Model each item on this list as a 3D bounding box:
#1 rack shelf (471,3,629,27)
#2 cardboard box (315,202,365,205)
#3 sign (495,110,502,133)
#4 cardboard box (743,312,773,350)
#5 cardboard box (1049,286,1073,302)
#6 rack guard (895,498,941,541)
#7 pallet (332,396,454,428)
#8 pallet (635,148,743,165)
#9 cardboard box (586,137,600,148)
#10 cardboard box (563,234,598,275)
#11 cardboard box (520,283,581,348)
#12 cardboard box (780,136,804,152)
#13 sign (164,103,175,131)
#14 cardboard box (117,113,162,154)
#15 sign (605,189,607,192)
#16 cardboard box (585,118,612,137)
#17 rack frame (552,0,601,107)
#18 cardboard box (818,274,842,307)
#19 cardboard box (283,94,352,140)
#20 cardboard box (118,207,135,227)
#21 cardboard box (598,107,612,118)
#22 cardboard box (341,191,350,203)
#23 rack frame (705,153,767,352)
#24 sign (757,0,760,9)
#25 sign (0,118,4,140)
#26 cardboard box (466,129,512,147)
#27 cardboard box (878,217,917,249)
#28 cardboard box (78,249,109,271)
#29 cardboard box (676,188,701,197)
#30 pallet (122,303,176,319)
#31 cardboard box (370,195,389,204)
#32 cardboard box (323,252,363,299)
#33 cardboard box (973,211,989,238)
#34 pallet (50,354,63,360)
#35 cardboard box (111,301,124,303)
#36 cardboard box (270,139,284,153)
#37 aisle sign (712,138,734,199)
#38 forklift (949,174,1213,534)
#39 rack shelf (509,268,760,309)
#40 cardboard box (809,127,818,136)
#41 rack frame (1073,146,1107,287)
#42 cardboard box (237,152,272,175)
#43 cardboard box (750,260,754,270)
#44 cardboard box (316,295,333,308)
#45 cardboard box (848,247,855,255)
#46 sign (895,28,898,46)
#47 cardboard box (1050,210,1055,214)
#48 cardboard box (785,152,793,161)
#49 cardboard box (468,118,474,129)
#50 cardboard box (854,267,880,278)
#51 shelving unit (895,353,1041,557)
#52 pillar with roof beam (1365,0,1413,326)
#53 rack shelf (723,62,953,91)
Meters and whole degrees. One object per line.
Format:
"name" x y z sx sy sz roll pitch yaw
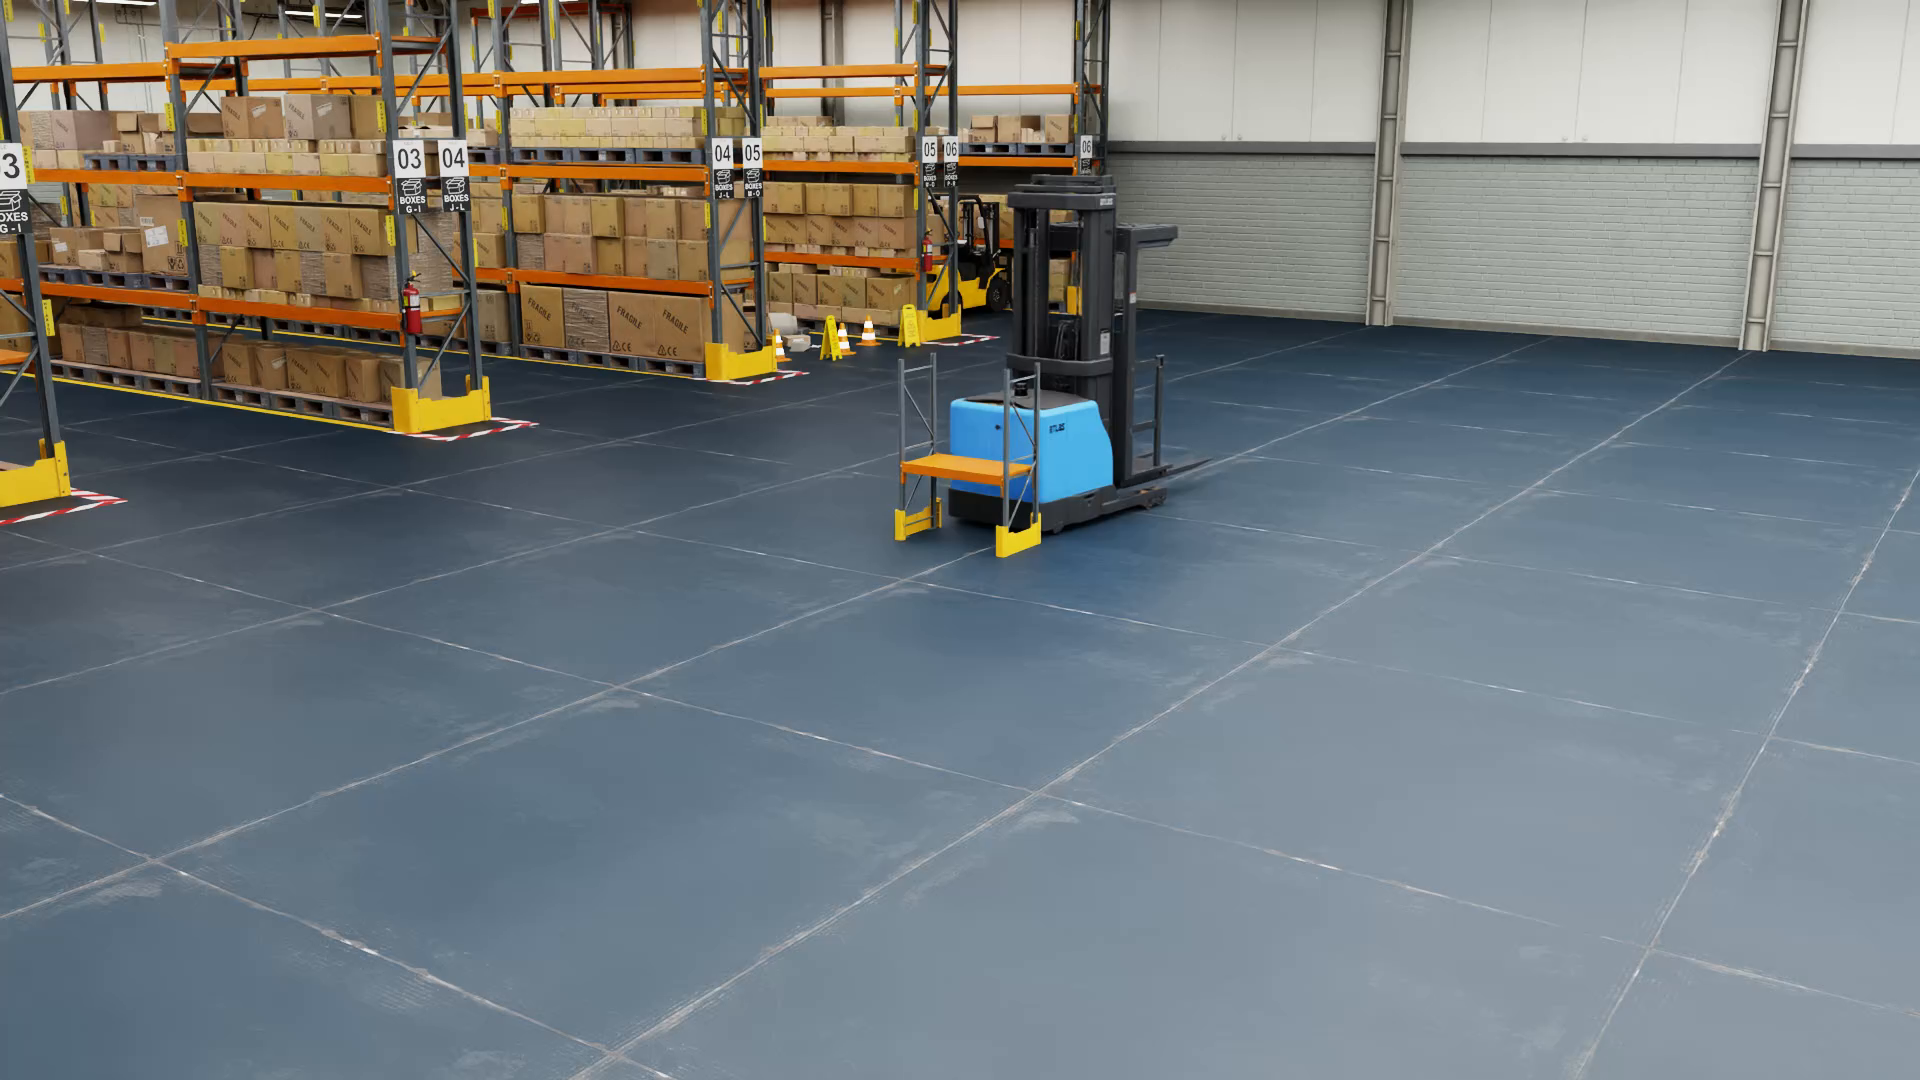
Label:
"rack shelf" -9.214 -11.794 37.321 4.000 0.370 1.077 9 17 33
"cardboard box" -7.444 -3.782 19.950 0.500 0.500 0.500 9 17 33
"sign" -6.657 -6.036 23.993 0.005 0.325 0.100 9 17 33
"cardboard box" -3.234 -3.269 25.983 0.637 0.503 0.797 -1 14 -6
"cardboard box" 1.837 -4.610 31.050 0.500 0.250 0.500 9 17 33
"rack guard" -0.350 -0.178 14.022 0.087 0.250 0.587 9 17 33
"pallet" -6.612 -1.547 19.633 1.213 0.211 1.003 9 17 33
"pallet" -3.664 -5.260 22.772 1.213 0.211 1.003 9 17 33
"cardboard box" -4.987 -5.552 23.208 0.250 0.149 0.380 9 17 34
"cardboard box" -5.198 -4.147 24.020 0.550 0.550 0.875 9 17 33
"cardboard box" -5.879 -3.360 24.703 0.875 0.875 0.875 9 17 34
"cardboard box" -2.629 -6.564 27.546 0.500 0.250 0.500 9 17 33
"sign" -9.521 -5.098 20.036 0.005 0.325 0.100 9 17 33
"cardboard box" -10.331 -5.230 21.376 0.637 0.503 0.797 10 17 35
"sign" -6.707 -6.456 31.417 0.005 0.325 0.100 9 17 33
"cardboard box" -4.854 -5.742 23.146 0.500 0.250 0.500 9 17 33
"rack frame" -7.002 -8.735 30.383 0.127 3.000 1.000 9 17 33
"cardboard box" -2.024 -4.177 27.743 0.500 0.500 0.500 9 16 32
"cardboard box" -7.322 -4.823 18.956 0.500 0.500 0.500 9 17 33
"cardboard box" -14.817 -5.771 30.067 0.500 0.500 0.500 9 16 31
"cardboard box" -4.777 -5.905 22.975 0.250 0.149 0.380 9 17 33
"cardboard box" -12.537 -7.173 34.270 0.500 0.500 0.500 9 17 32
"rack frame" -3.043 -3.750 22.728 0.127 3.000 1.000 9 17 33
"sign" -2.728 -7.302 22.320 0.005 0.325 0.100 9 17 33
"sign" -12.850 -5.483 22.247 0.005 0.325 0.100 9 17 33
"cardboard box" -7.037 -5.985 24.744 0.500 0.250 0.500 9 17 33
"cardboard box" -0.968 -4.961 26.795 0.500 0.500 0.500 9 16 32
"cardboard box" -11.271 -3.708 21.996 0.500 0.250 0.500 9 16 31
"cardboard box" -4.771 -6.105 29.192 0.250 0.149 0.380 9 16 31
"pallet" -14.594 -4.252 30.560 1.213 0.211 1.003 9 17 33
"cardboard box" -8.894 -5.227 26.406 0.500 0.500 0.700 9 16 32
"cardboard box" -6.818 -3.090 19.235 0.500 0.500 0.875 9 17 33
"cardboard box" 0.574 -6.008 31.643 0.500 0.500 0.500 9 17 33
"pallet" -13.145 -2.614 23.945 1.213 0.211 1.003 9 17 33
"cardboard box" -15.439 -4.475 30.715 0.250 0.149 0.380 9 17 33
"cardboard box" -7.780 -4.587 19.352 0.250 0.149 0.380 10 17 34
"aisle sign" -3.151 -4.942 22.136 0.004 0.787 0.394 9 17 33
"forklift" 1.227 -1.770 14.875 1.130 2.935 3.031 11 18 38
"rack shelf" -4.702 -3.669 23.898 4.000 0.370 1.077 9 17 33
"cardboard box" -2.268 -6.709 27.302 0.250 0.149 0.380 10 17 34
"rack frame" 2.403 -5.740 30.770 0.127 3.000 1.000 9 17 33
"cardboard box" -8.135 -4.444 19.602 0.500 0.250 0.500 8 16 31
"cardboard box" -4.706 -5.818 35.410 0.500 0.500 0.500 10 17 34
"cardboard box" -7.293 -2.814 19.470 0.250 0.149 0.380 9 17 33
"cardboard box" -1.631 -4.777 27.402 0.250 0.149 0.380 9 17 34
"sign" -1.209 -9.571 31.651 0.005 0.325 0.100 9 17 33
"cardboard box" 1.730 -6.123 30.757 0.250 0.149 0.380 9 17 34
"cardboard box" -2.707 -6.393 27.687 0.250 0.149 0.380 9 16 31
"cardboard box" -9.752 -7.892 32.137 0.500 0.500 0.500 9 16 32
"cardboard box" -1.516 -4.390 27.251 0.250 0.149 0.380 10 17 34
"shelving unit" 0.063 -0.718 13.602 1.083 1.500 0.587 9 17 33
"pillar with roof beam" 4.904 -7.263 24.435 0.400 9.000 9.100 9 17 33
"rack shelf" -2.024 -7.580 27.220 4.000 0.370 1.077 9 17 33
